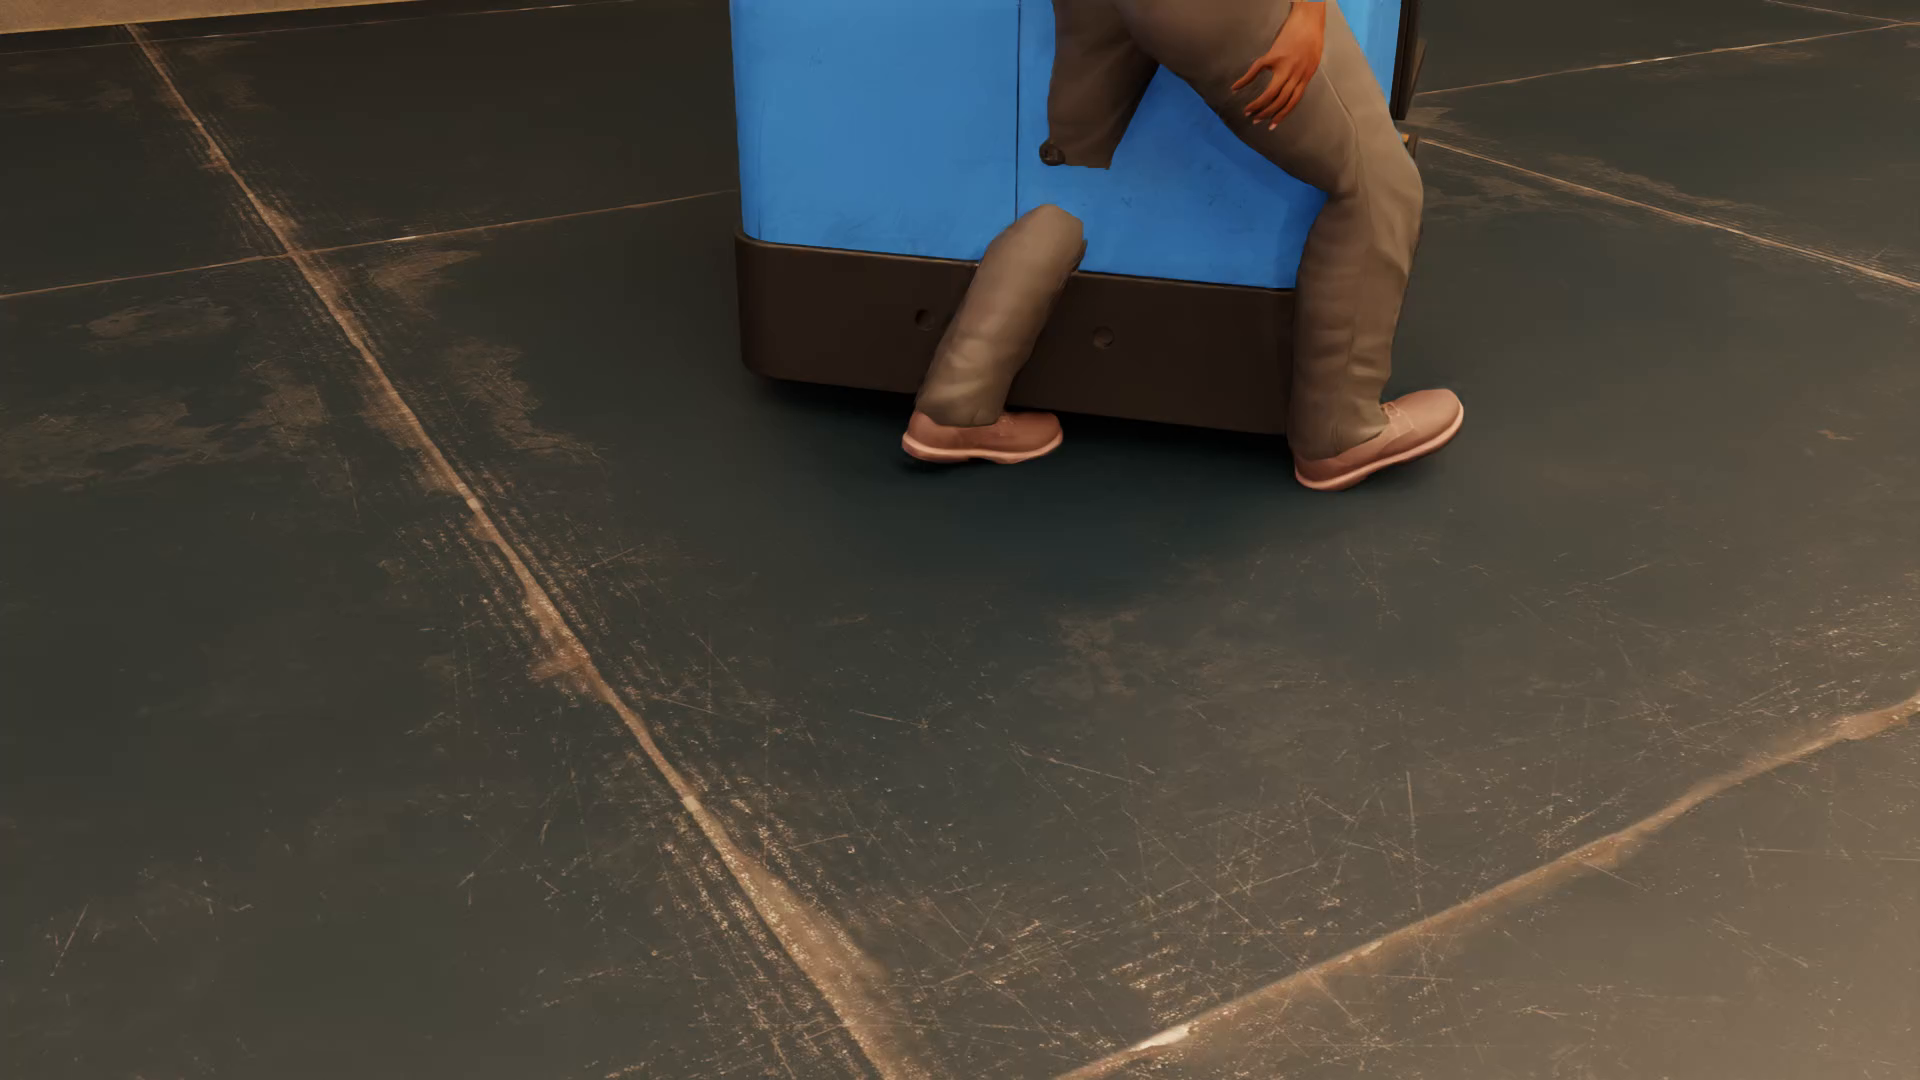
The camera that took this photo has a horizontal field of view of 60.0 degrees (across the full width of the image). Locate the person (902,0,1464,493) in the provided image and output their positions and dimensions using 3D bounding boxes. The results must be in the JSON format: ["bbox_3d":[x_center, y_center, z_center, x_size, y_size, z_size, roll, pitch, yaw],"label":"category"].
[{"bbox_3d":[0.374,-0.799,2.355,0.814,1.577,0.615,-13,30,-24],"label":"person"}]

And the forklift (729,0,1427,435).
[{"bbox_3d":[0.525,-2.123,3.444,1.130,2.935,3.031,8,28,15],"label":"forklift"}]
